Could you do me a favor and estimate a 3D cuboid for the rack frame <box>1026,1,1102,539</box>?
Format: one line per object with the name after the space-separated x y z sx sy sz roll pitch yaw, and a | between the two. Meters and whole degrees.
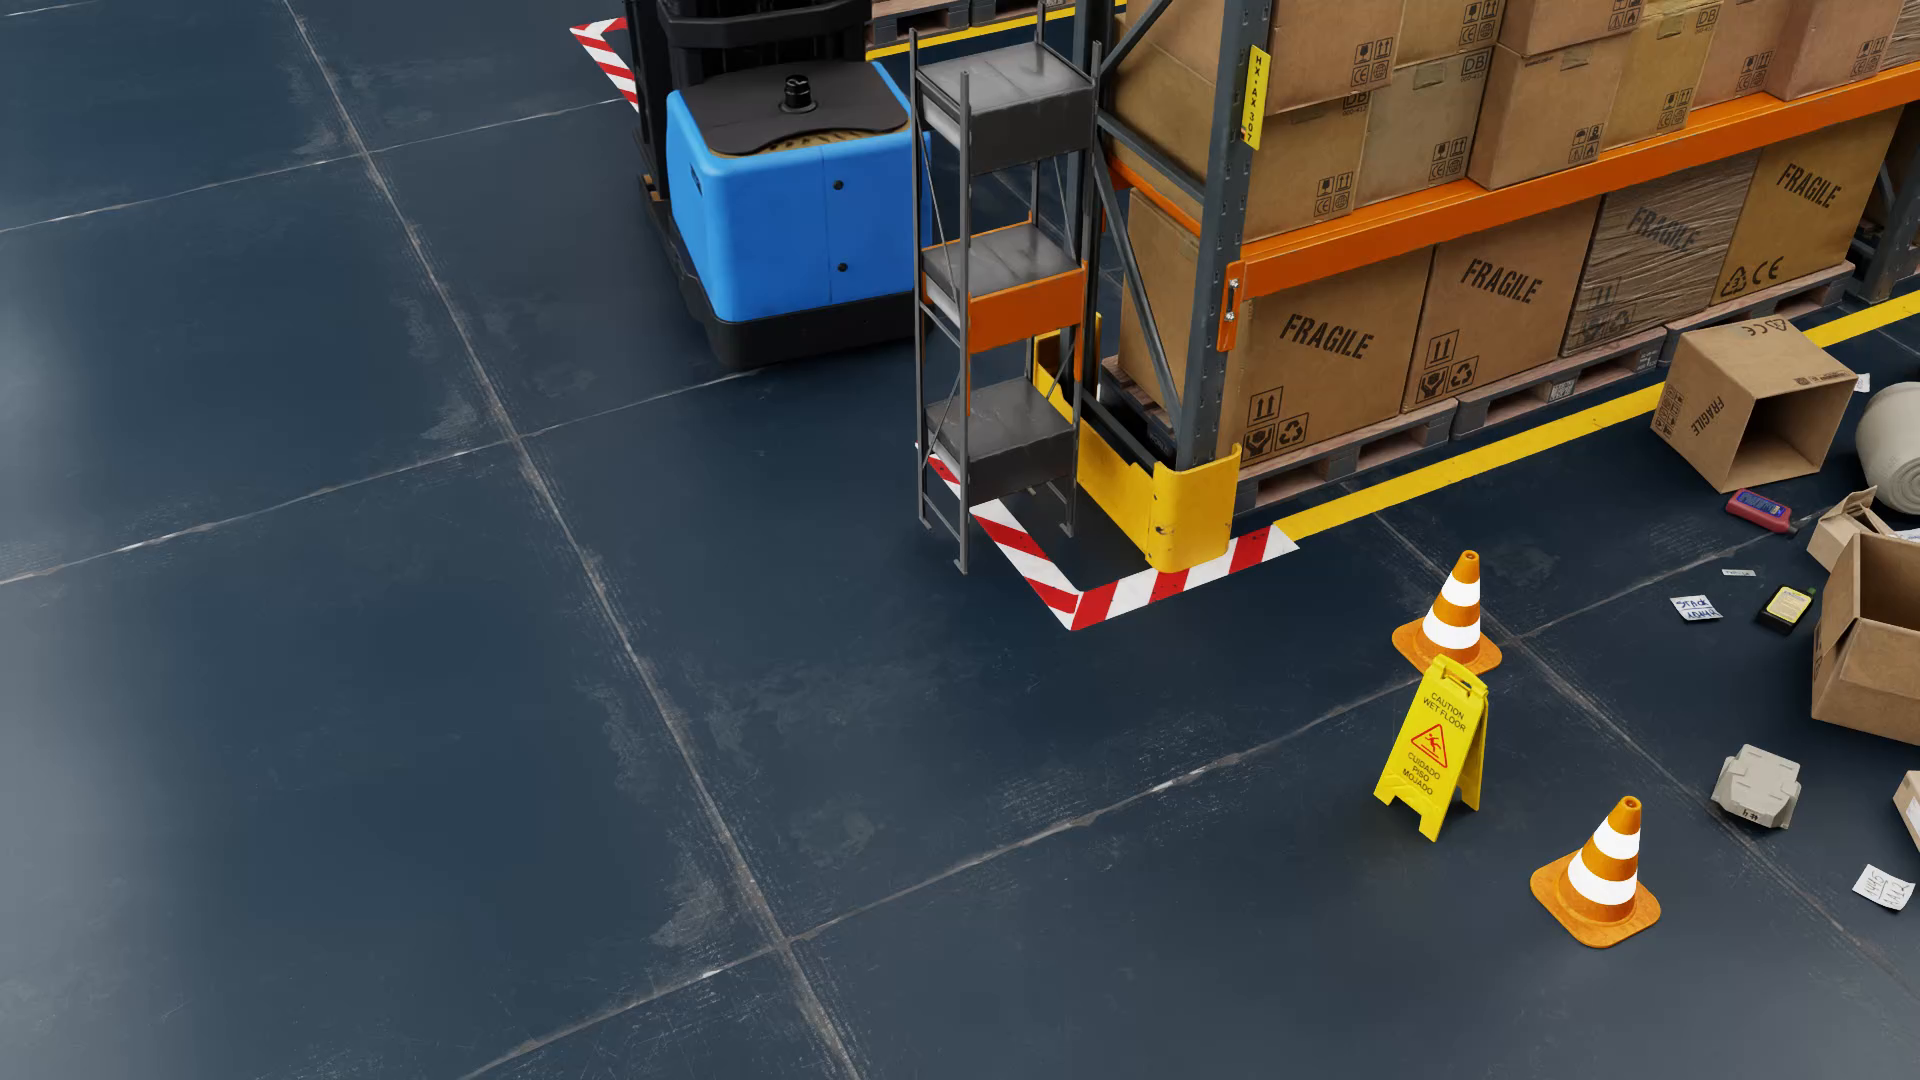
0.363 -0.924 6.216 0.015 2.100 0.400 -19 44 -21 | rack frame

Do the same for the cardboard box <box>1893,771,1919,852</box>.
3.310 0.956 5.506 0.250 0.149 0.380 2 40 2 | cardboard box

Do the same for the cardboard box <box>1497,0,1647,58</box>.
2.057 -2.255 6.140 0.550 0.550 0.875 -19 44 -21 | cardboard box

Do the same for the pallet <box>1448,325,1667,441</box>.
2.459 -0.971 7.734 1.213 0.211 1.003 -19 44 -21 | pallet

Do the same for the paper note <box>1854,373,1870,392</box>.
4.075 -0.732 7.590 0.147 0.020 0.142 15 42 17 | paper note

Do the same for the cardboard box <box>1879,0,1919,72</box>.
3.931 -2.524 7.294 0.550 0.550 0.875 -19 44 -21 | cardboard box

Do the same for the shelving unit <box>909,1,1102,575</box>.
0.147 -0.851 6.130 0.503 2.100 0.431 -19 44 -21 | shelving unit

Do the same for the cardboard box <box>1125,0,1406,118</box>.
1.052 -1.948 5.778 0.550 0.550 0.875 -19 44 -21 | cardboard box

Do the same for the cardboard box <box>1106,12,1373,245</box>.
1.013 -1.584 6.184 0.550 0.550 0.875 -19 44 -21 | cardboard box

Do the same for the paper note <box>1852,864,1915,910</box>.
3.000 1.126 5.396 0.148 0.019 0.142 31 49 31 | paper note

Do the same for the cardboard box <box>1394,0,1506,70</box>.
1.497 -2.165 6.034 0.550 0.550 0.875 -19 44 -21 | cardboard box

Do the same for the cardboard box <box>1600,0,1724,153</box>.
2.497 -2.038 6.720 0.500 0.550 0.875 -19 44 -21 | cardboard box

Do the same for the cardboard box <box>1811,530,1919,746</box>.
3.470 0.394 5.895 0.797 0.503 0.637 15 42 17 | cardboard box

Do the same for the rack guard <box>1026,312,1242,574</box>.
0.684 -0.429 6.870 0.348 0.500 1.175 -19 44 -21 | rack guard

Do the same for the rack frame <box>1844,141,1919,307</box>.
4.253 -2.584 7.481 0.127 3.000 1.000 -19 44 -21 | rack frame

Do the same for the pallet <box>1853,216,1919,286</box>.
4.902 -1.793 8.705 1.213 0.211 1.003 -19 44 -21 | pallet

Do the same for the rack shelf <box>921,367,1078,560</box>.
0.147 -0.306 6.591 0.480 0.518 0.431 -19 44 -21 | rack shelf

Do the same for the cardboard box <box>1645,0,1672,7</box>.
2.467 -2.487 6.415 0.500 0.550 0.875 -19 44 -21 | cardboard box

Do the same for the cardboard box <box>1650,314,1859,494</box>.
3.350 -0.580 7.046 0.500 0.500 0.500 -12 42 -13 | cardboard box

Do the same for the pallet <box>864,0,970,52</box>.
-0.692 -3.443 10.654 1.213 0.211 1.003 -19 44 -21 | pallet

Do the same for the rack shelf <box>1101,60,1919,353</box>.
2.479 -1.713 7.008 4.000 0.370 1.077 -19 44 -21 | rack shelf

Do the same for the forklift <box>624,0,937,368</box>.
-1.074 -2.861 7.861 1.130 2.935 3.031 -13 42 -15 | forklift

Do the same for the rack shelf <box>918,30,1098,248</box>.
0.147 -1.375 5.687 0.480 0.518 0.431 -19 44 -21 | rack shelf

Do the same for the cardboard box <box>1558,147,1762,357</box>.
2.865 -1.515 7.537 0.875 0.875 0.875 -18 44 -20 | cardboard box

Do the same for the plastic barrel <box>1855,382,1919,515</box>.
3.955 -0.383 6.875 0.421 0.421 0.512 8 41 10 | plastic barrel

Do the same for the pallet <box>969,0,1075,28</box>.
0.388 -3.805 11.081 1.213 0.211 1.003 -19 44 -21 | pallet

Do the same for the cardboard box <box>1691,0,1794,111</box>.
2.920 -2.254 6.975 0.550 0.550 0.875 -19 44 -21 | cardboard box

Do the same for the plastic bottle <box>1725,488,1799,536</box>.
3.313 -0.110 6.832 0.283 0.061 0.133 31 49 31 | plastic bottle

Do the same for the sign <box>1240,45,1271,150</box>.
0.956 -1.431 5.388 0.005 0.325 0.100 -19 44 -21 | sign

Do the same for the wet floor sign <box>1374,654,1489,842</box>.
1.594 0.652 5.481 0.232 0.644 0.267 -26 47 -28 | wet floor sign

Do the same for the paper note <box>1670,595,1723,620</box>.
2.843 0.261 6.419 0.142 0.017 0.144 -5 40 -6 | paper note

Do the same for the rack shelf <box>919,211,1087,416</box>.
0.147 -0.840 6.139 0.480 0.518 0.431 -19 44 -21 | rack shelf

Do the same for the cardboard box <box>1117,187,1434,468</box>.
1.276 -0.980 6.905 0.875 0.875 0.875 -18 44 -20 | cardboard box

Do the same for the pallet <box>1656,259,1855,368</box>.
3.542 -1.338 8.167 1.213 0.211 1.003 -19 44 -21 | pallet

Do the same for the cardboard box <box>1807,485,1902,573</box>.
3.579 0.028 6.512 0.258 0.266 0.396 -12 42 -13 | cardboard box

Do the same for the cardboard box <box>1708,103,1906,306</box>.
3.663 -1.786 7.858 0.875 0.875 0.875 -18 43 -20 | cardboard box

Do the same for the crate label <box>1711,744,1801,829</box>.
2.721 0.836 5.656 0.250 0.136 0.298 22 45 24 | crate label

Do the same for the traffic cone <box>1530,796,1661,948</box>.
2.052 0.982 5.232 0.334 0.463 0.336 -19 44 -21 | traffic cone

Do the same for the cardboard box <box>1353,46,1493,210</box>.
1.491 -1.761 6.393 0.550 0.550 0.875 -19 44 -21 | cardboard box

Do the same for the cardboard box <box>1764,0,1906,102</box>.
3.454 -2.347 7.085 0.550 0.550 0.875 -19 44 -21 | cardboard box

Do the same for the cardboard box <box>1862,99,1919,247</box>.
4.762 -2.123 8.352 0.750 0.750 1.050 -19 44 -21 | cardboard box

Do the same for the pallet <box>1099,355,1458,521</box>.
1.378 -0.609 7.307 1.213 0.211 1.003 -19 44 -21 | pallet

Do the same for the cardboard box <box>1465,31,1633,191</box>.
2.046 -1.856 6.505 0.550 0.550 0.875 -19 44 -21 | cardboard box

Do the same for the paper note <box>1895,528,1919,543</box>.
3.894 0.006 6.725 0.155 0.023 0.172 -5 40 -6 | paper note

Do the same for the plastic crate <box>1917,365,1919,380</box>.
4.704 -0.730 7.423 0.662 0.188 0.450 2 30 2 | plastic crate

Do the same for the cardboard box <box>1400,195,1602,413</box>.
2.055 -1.244 7.217 0.875 0.875 0.875 -19 44 -21 | cardboard box

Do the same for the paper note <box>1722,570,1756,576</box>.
3.086 0.130 6.589 0.123 0.001 0.032 2 40 2 | paper note

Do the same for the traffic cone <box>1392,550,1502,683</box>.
1.832 0.233 6.116 0.334 0.463 0.336 -19 44 -21 | traffic cone

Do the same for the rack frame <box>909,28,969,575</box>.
-0.070 -0.778 6.044 0.015 2.100 0.400 -19 44 -21 | rack frame

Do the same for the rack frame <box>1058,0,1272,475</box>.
0.705 -1.390 6.071 0.127 3.000 1.000 -19 44 -21 | rack frame

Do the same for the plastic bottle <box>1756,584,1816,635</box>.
3.192 0.251 6.407 0.133 0.061 0.283 31 49 31 | plastic bottle
